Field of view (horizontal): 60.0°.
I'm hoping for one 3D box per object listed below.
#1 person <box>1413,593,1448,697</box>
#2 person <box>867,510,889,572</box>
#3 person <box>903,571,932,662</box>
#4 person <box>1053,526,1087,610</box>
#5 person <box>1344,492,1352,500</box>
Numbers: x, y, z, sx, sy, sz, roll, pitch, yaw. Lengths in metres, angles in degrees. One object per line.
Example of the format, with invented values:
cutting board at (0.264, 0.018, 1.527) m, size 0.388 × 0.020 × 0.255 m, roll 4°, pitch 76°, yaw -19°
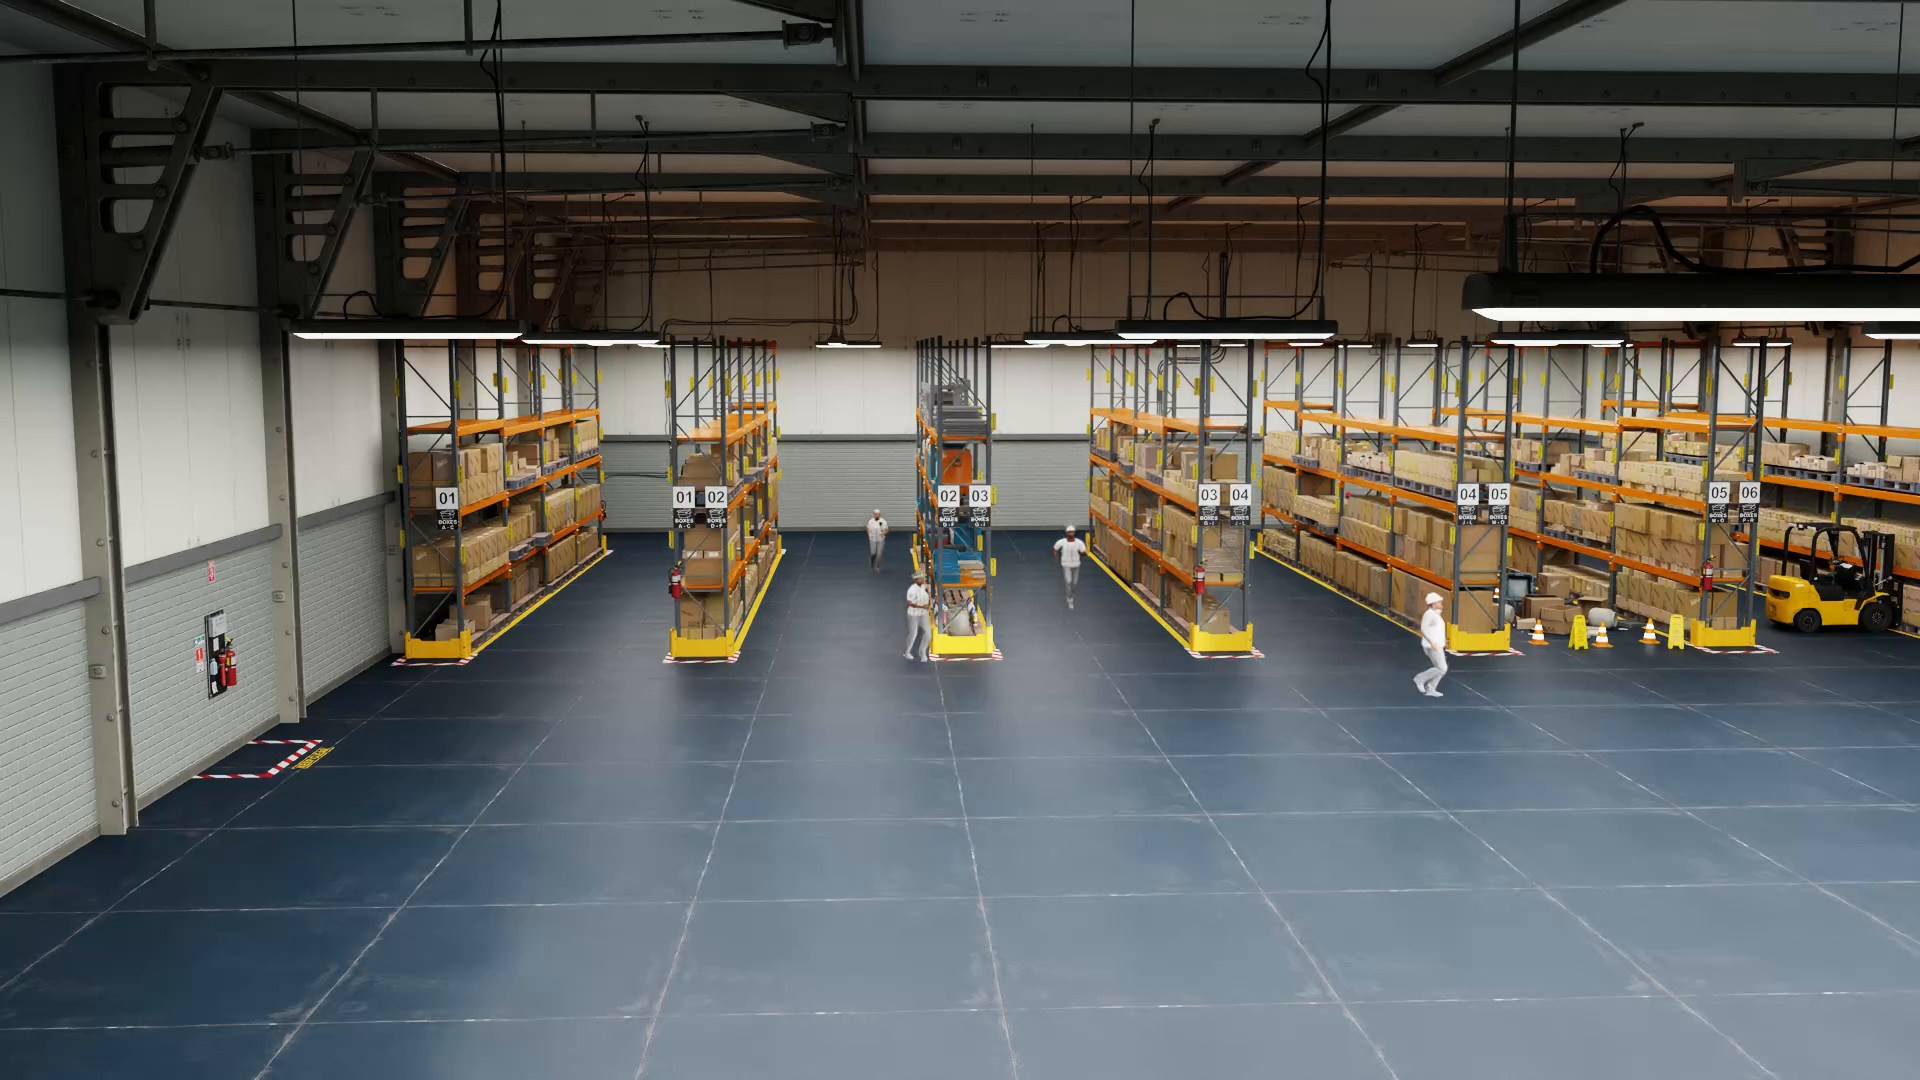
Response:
person at (7.827, 1.739, 27.582) m, size 0.536 × 1.737 × 0.669 m, roll 3°, pitch 7°, yaw 26°
person at (-2.132, 0.028, 42.981) m, size 0.585 × 1.636 × 0.601 m, roll 0°, pitch 6°, yaw 0°
person at (-0.752, 1.422, 30.719) m, size 0.591 × 1.749 × 0.717 m, roll -6°, pitch 9°, yaw -41°
person at (2.426, 0.578, 36.411) m, size 0.693 × 1.775 × 0.946 m, roll -1°, pitch 7°, yaw -11°
person at (10.961, -0.478, 46.970) m, size 0.651 × 1.747 × 0.692 m, roll -2°, pitch 7°, yaw -15°
